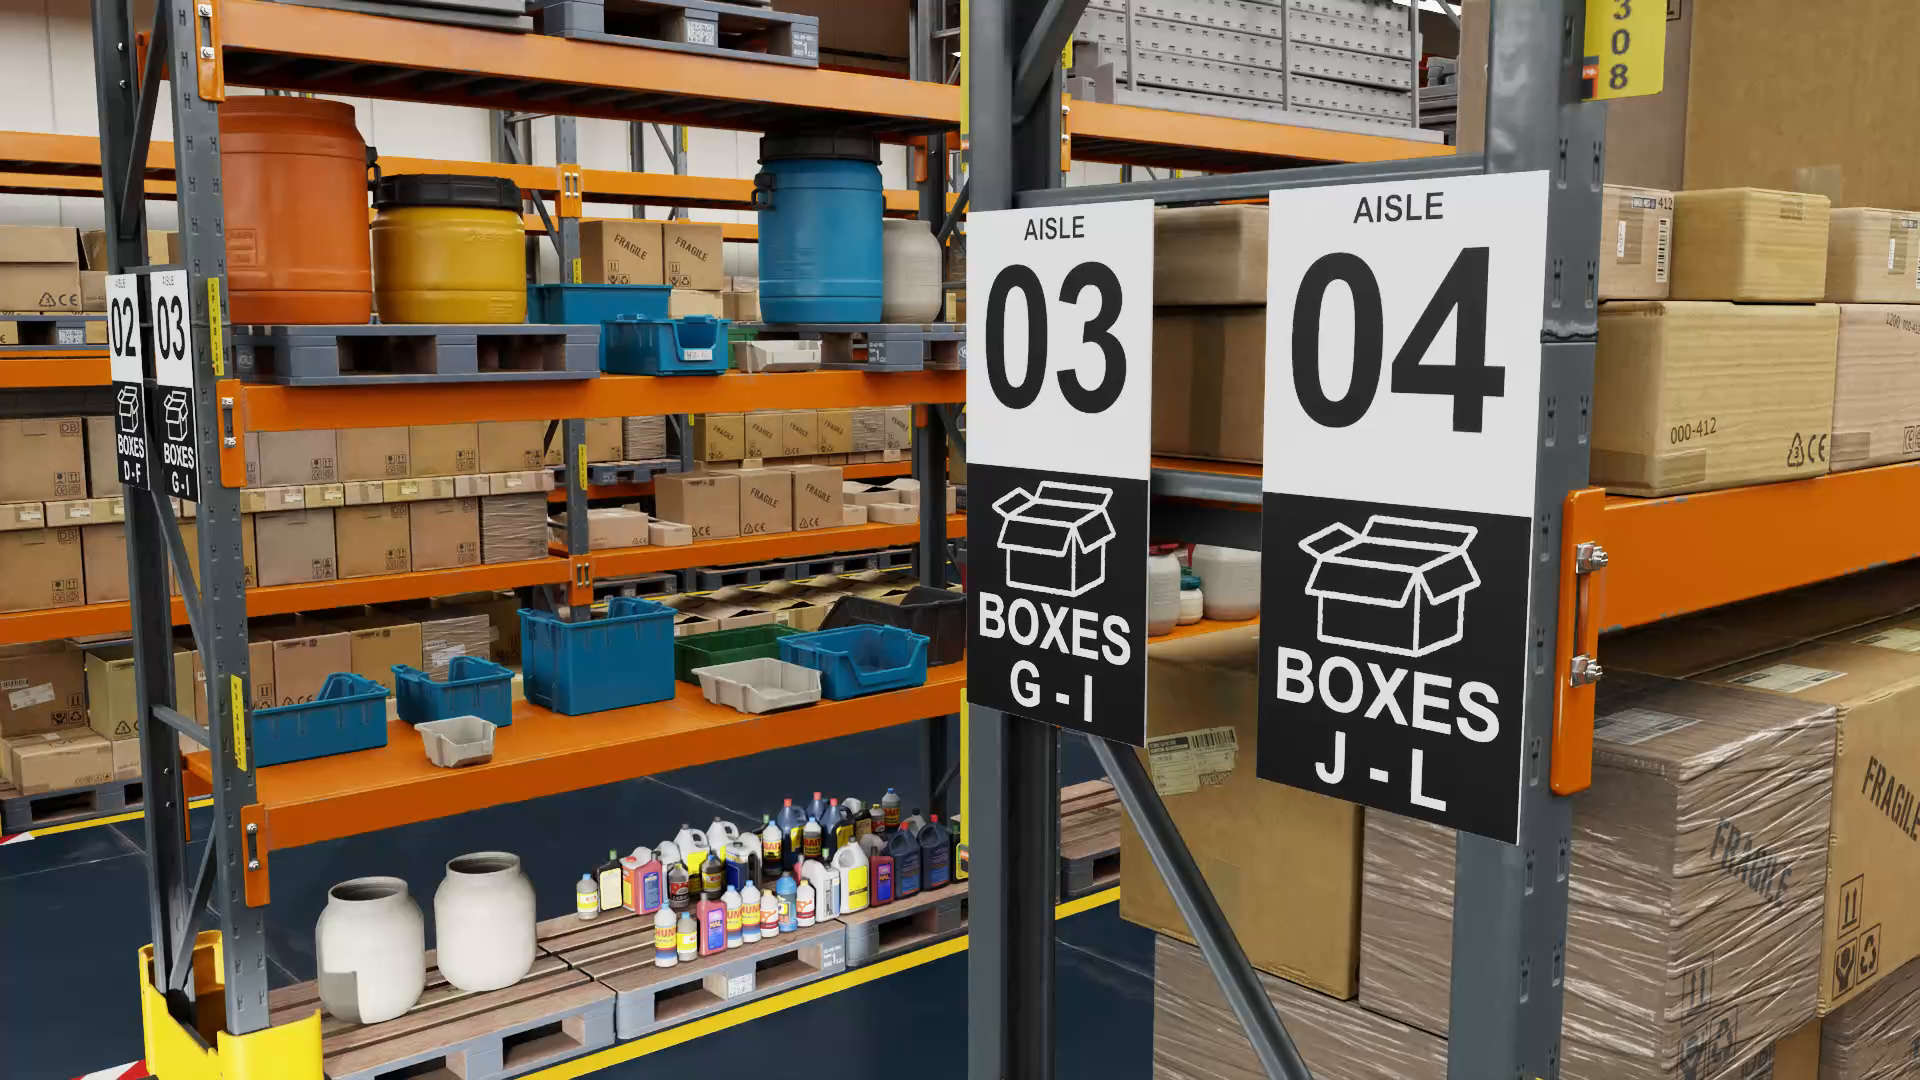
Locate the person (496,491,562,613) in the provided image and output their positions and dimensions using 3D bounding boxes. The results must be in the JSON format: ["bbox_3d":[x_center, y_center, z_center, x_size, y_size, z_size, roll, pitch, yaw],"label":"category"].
[{"bbox_3d":[-3.710,0.309,14.326,0.999,1.644,0.484,-6,10,-38],"label":"person"}]
